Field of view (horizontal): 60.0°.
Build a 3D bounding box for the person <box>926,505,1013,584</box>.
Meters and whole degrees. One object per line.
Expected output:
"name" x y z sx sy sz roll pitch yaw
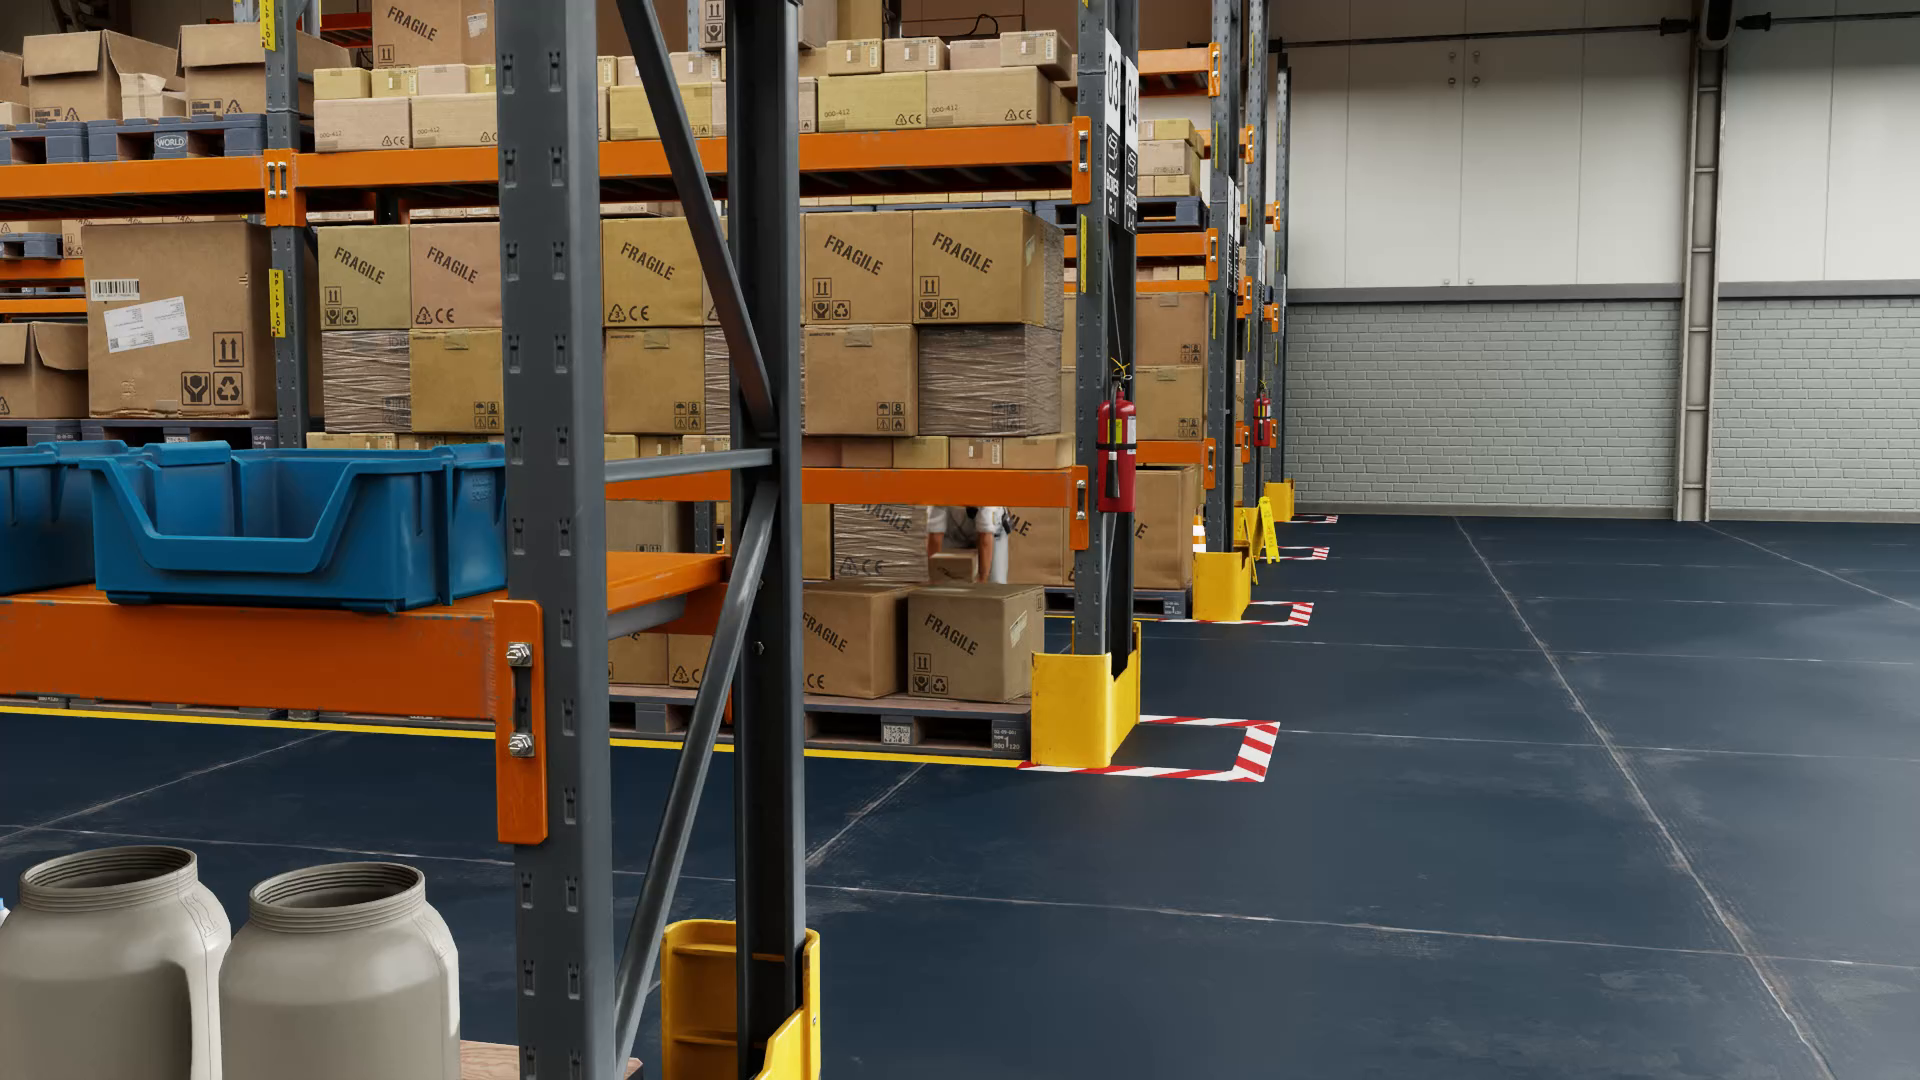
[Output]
"person" 0.032 0.148 9.593 0.453 1.322 0.873 1 5 12
